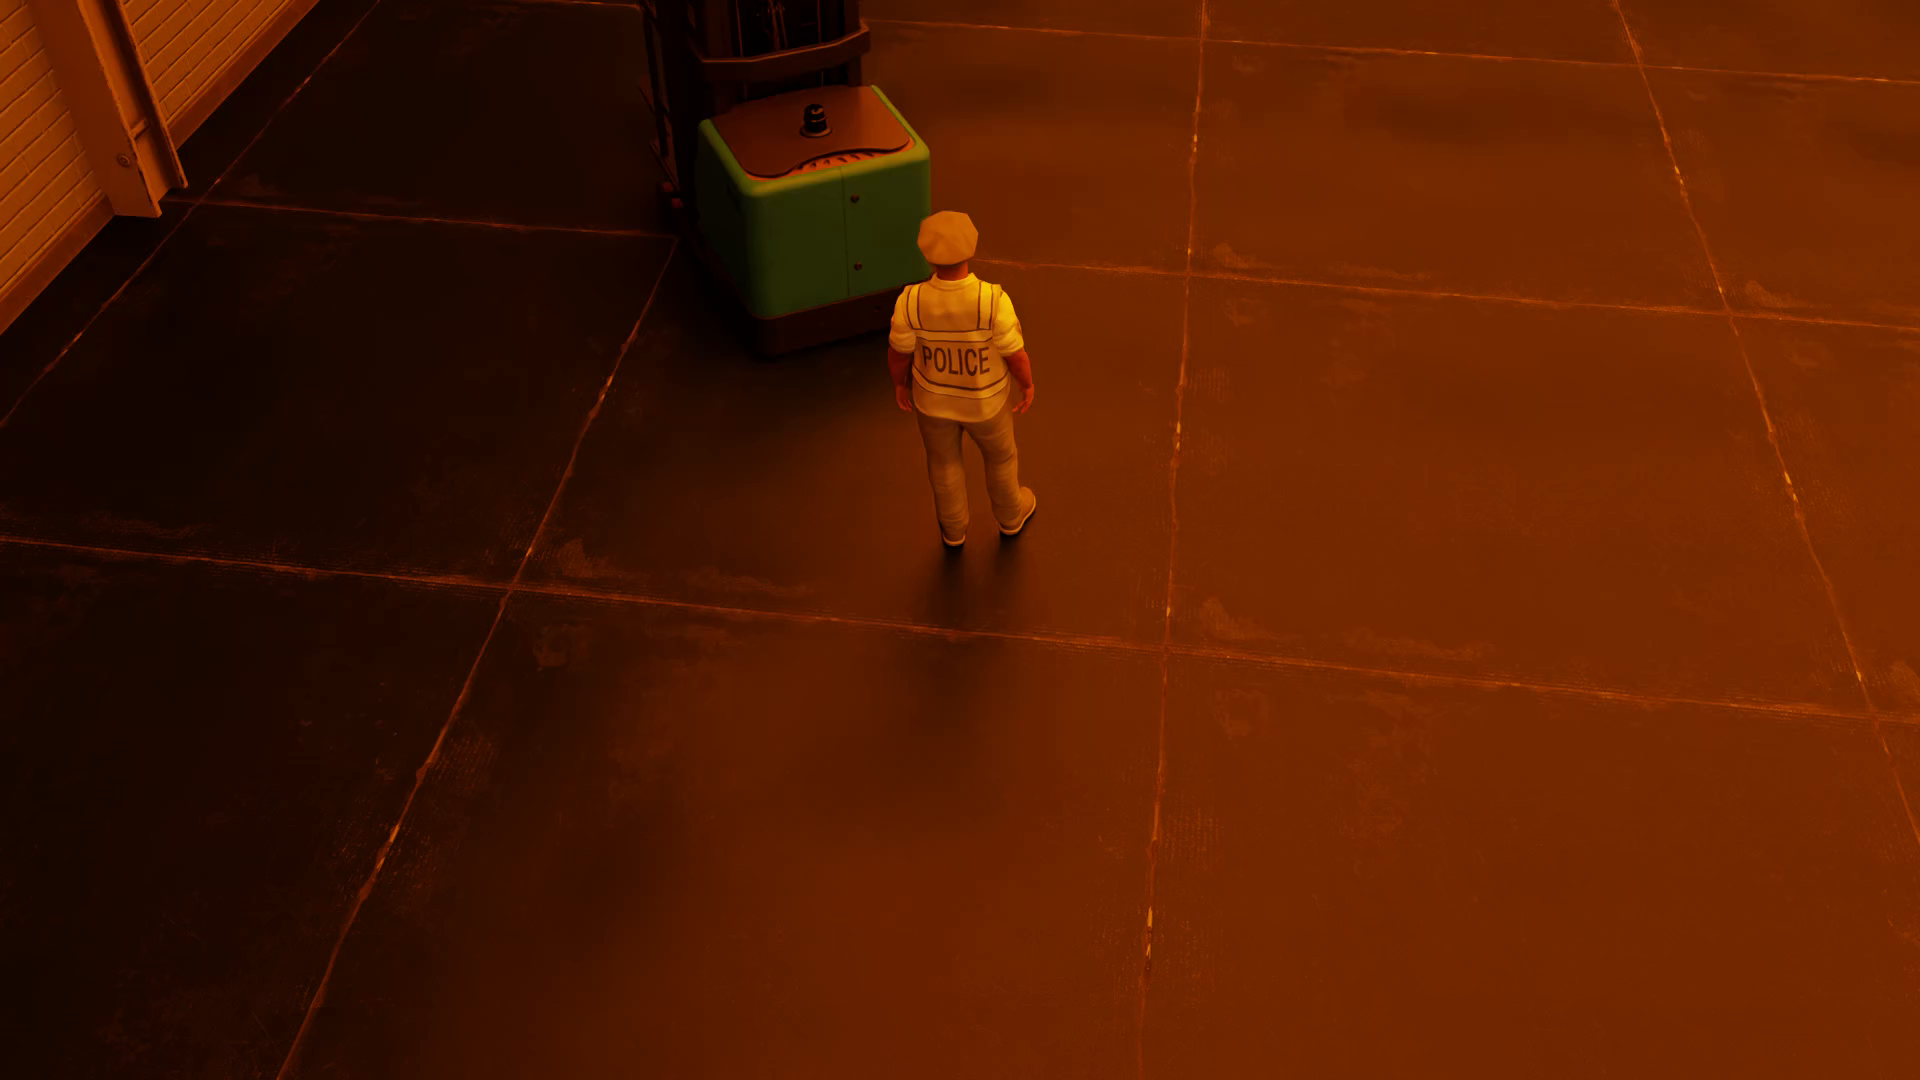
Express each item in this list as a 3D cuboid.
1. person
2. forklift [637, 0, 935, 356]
[{"bbox_3d":[0.022,-0.712,7.339,0.640,1.781,0.575,5,43,6],"label":"person"},{"bbox_3d":[-1.187,-3.064,9.060,1.130,2.935,3.031,-16,45,-17],"label":"forklift"}]
